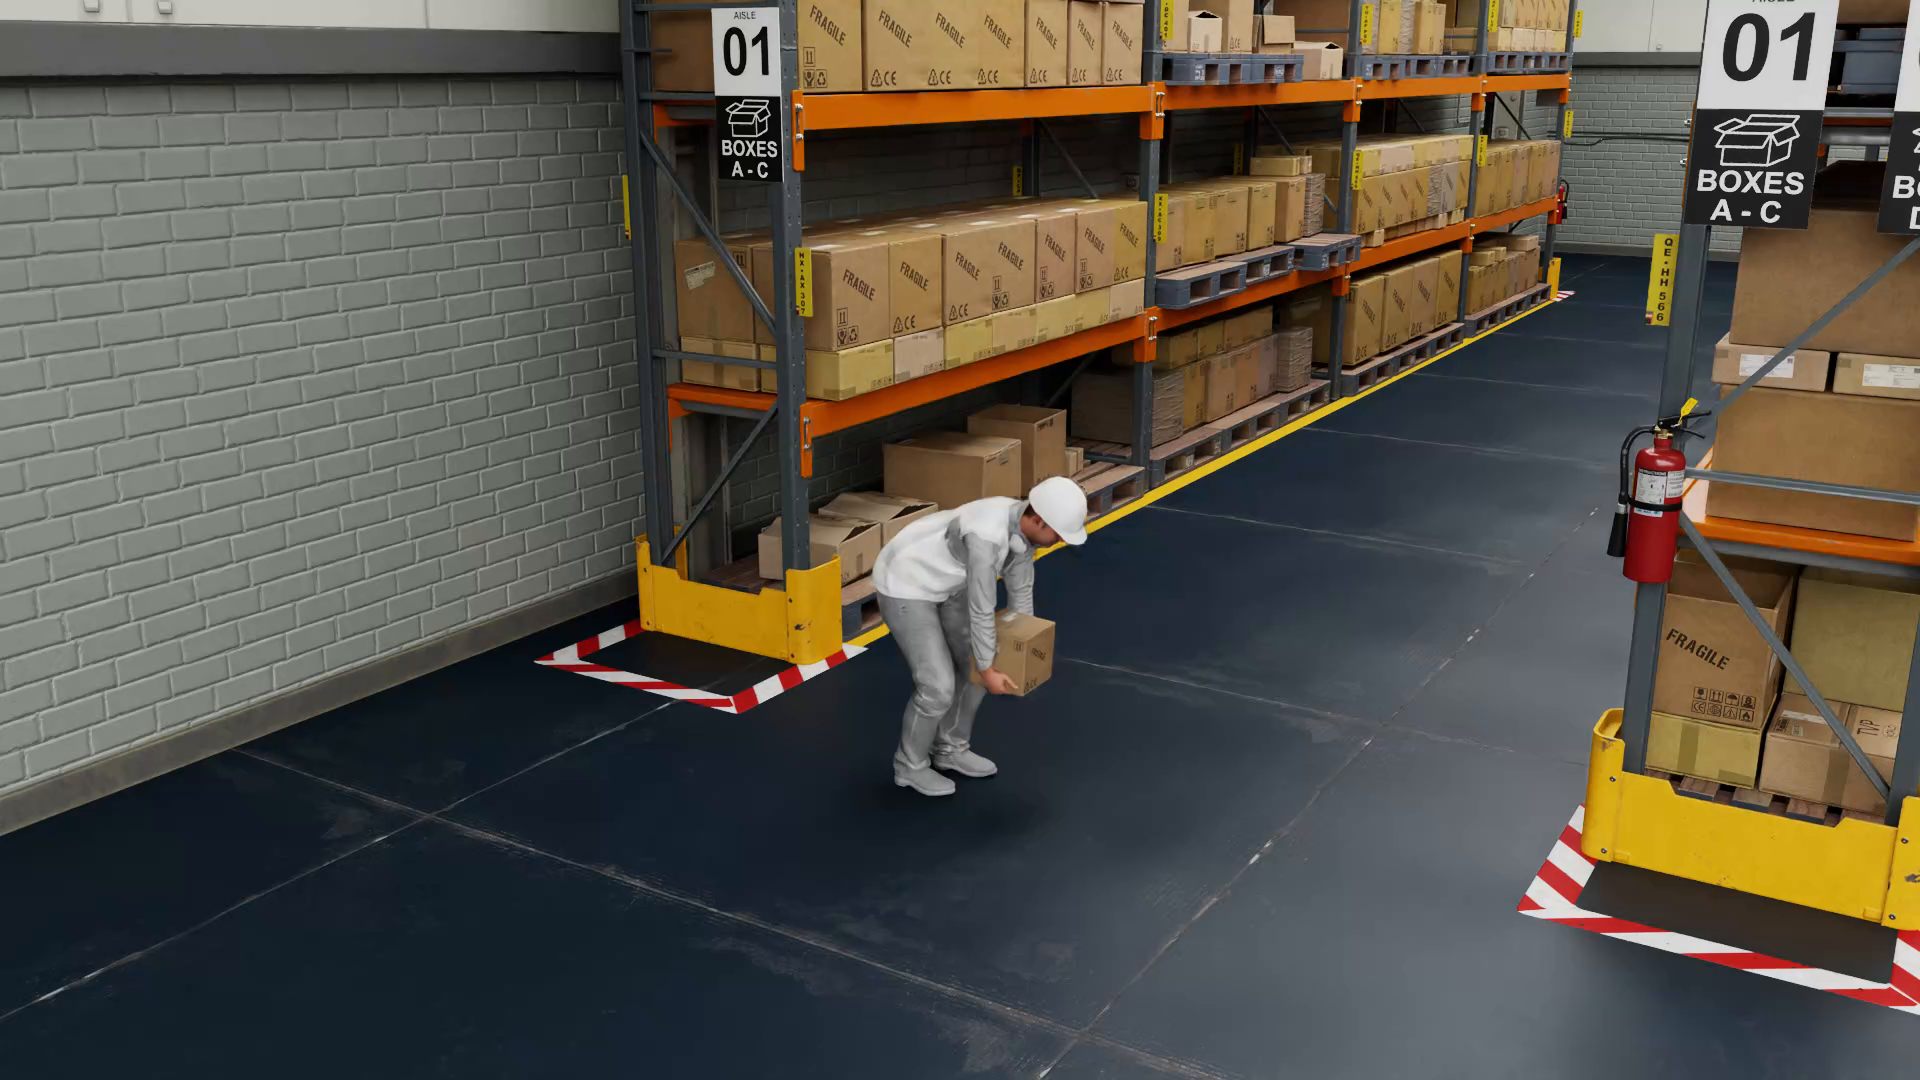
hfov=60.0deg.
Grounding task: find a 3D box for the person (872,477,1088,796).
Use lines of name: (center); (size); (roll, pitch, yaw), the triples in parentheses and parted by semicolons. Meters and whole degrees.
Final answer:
person: (0.089, 0.377, 6.873); (0.919, 1.391, 0.473); (9, 18, 29)
